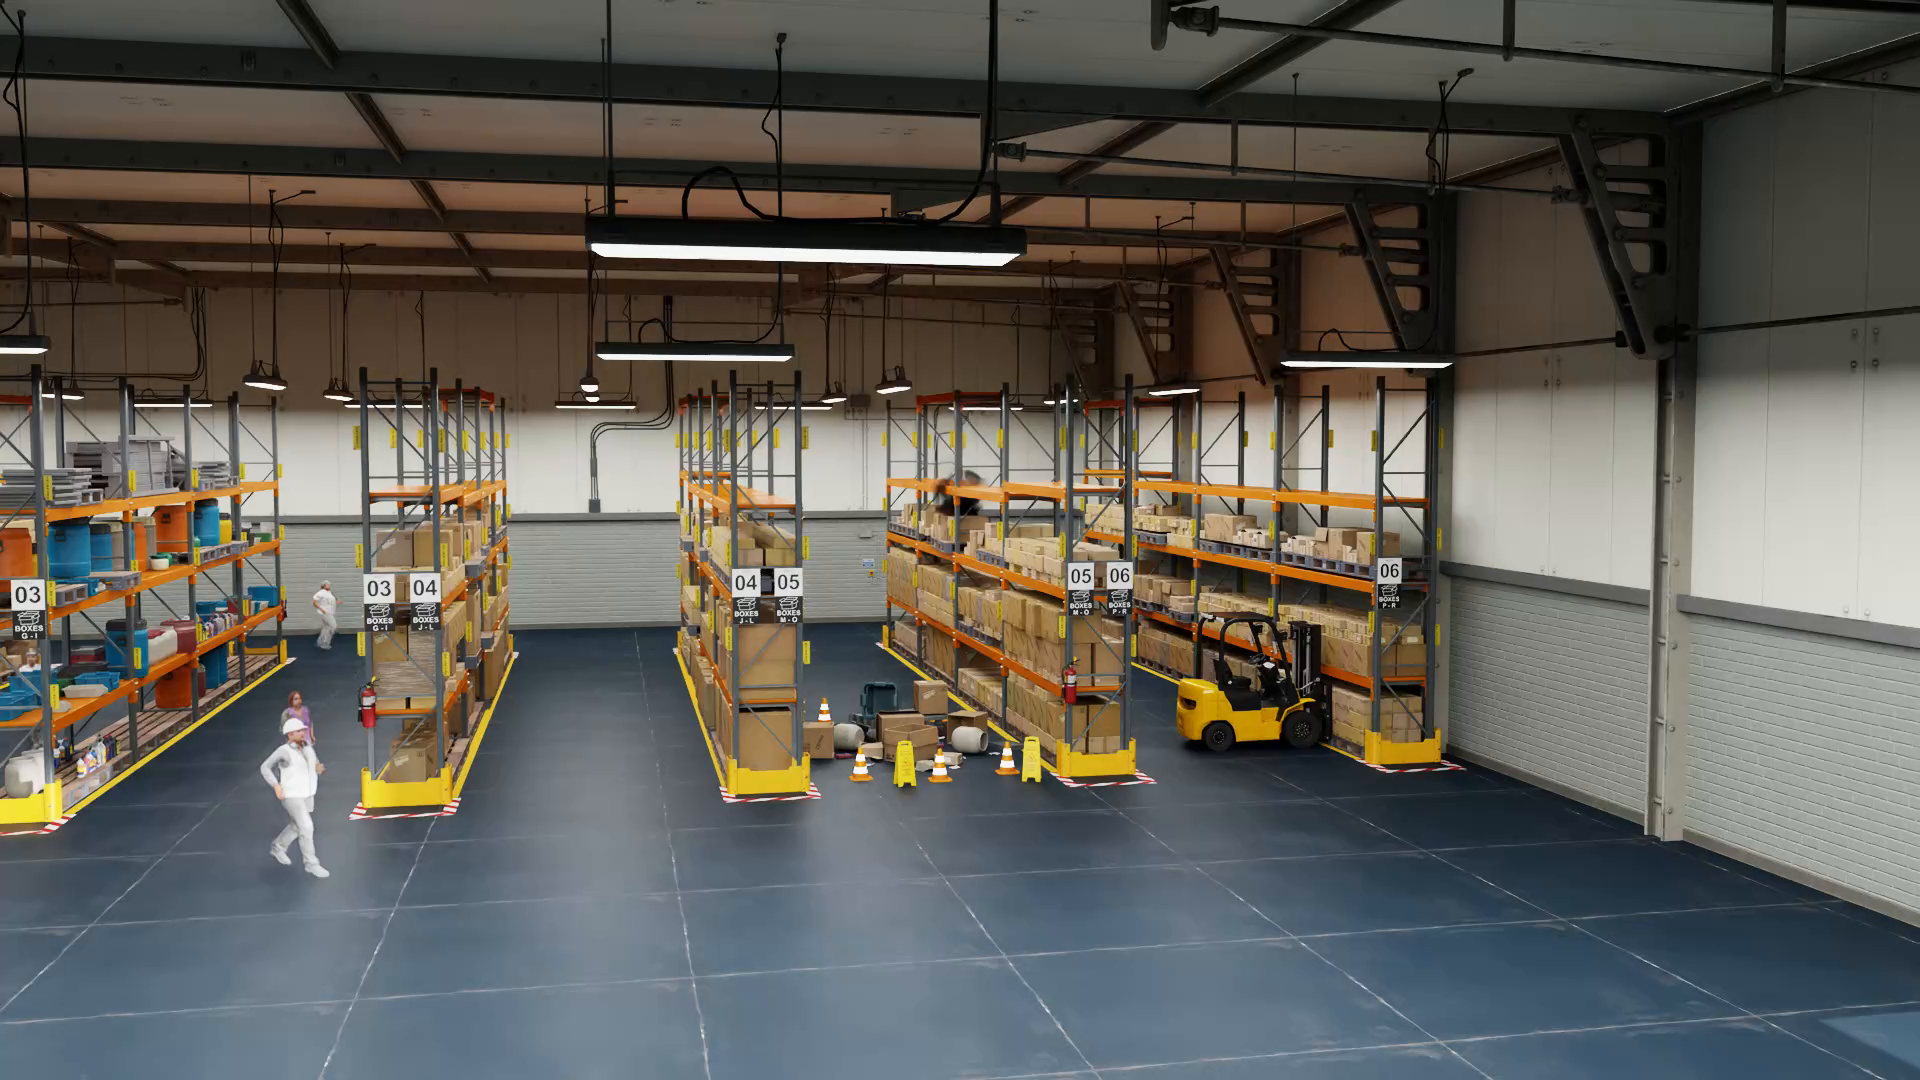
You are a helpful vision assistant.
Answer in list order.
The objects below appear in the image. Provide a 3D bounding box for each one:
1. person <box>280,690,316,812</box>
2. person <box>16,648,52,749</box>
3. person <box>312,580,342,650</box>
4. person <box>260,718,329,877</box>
[{"bbox_3d":[-8.981,2.854,22.577,0.504,1.638,0.711,-3,4,-38],"label":"person"},{"bbox_3d":[-14.960,2.566,26.862,0.595,1.660,0.584,-1,4,-14],"label":"person"},{"bbox_3d":[-15.187,1.809,39.965,0.649,1.696,0.585,0,3,-1],"label":"person"},{"bbox_3d":[-7.648,2.951,19.195,0.921,1.789,0.644,1,4,18],"label":"person"}]
